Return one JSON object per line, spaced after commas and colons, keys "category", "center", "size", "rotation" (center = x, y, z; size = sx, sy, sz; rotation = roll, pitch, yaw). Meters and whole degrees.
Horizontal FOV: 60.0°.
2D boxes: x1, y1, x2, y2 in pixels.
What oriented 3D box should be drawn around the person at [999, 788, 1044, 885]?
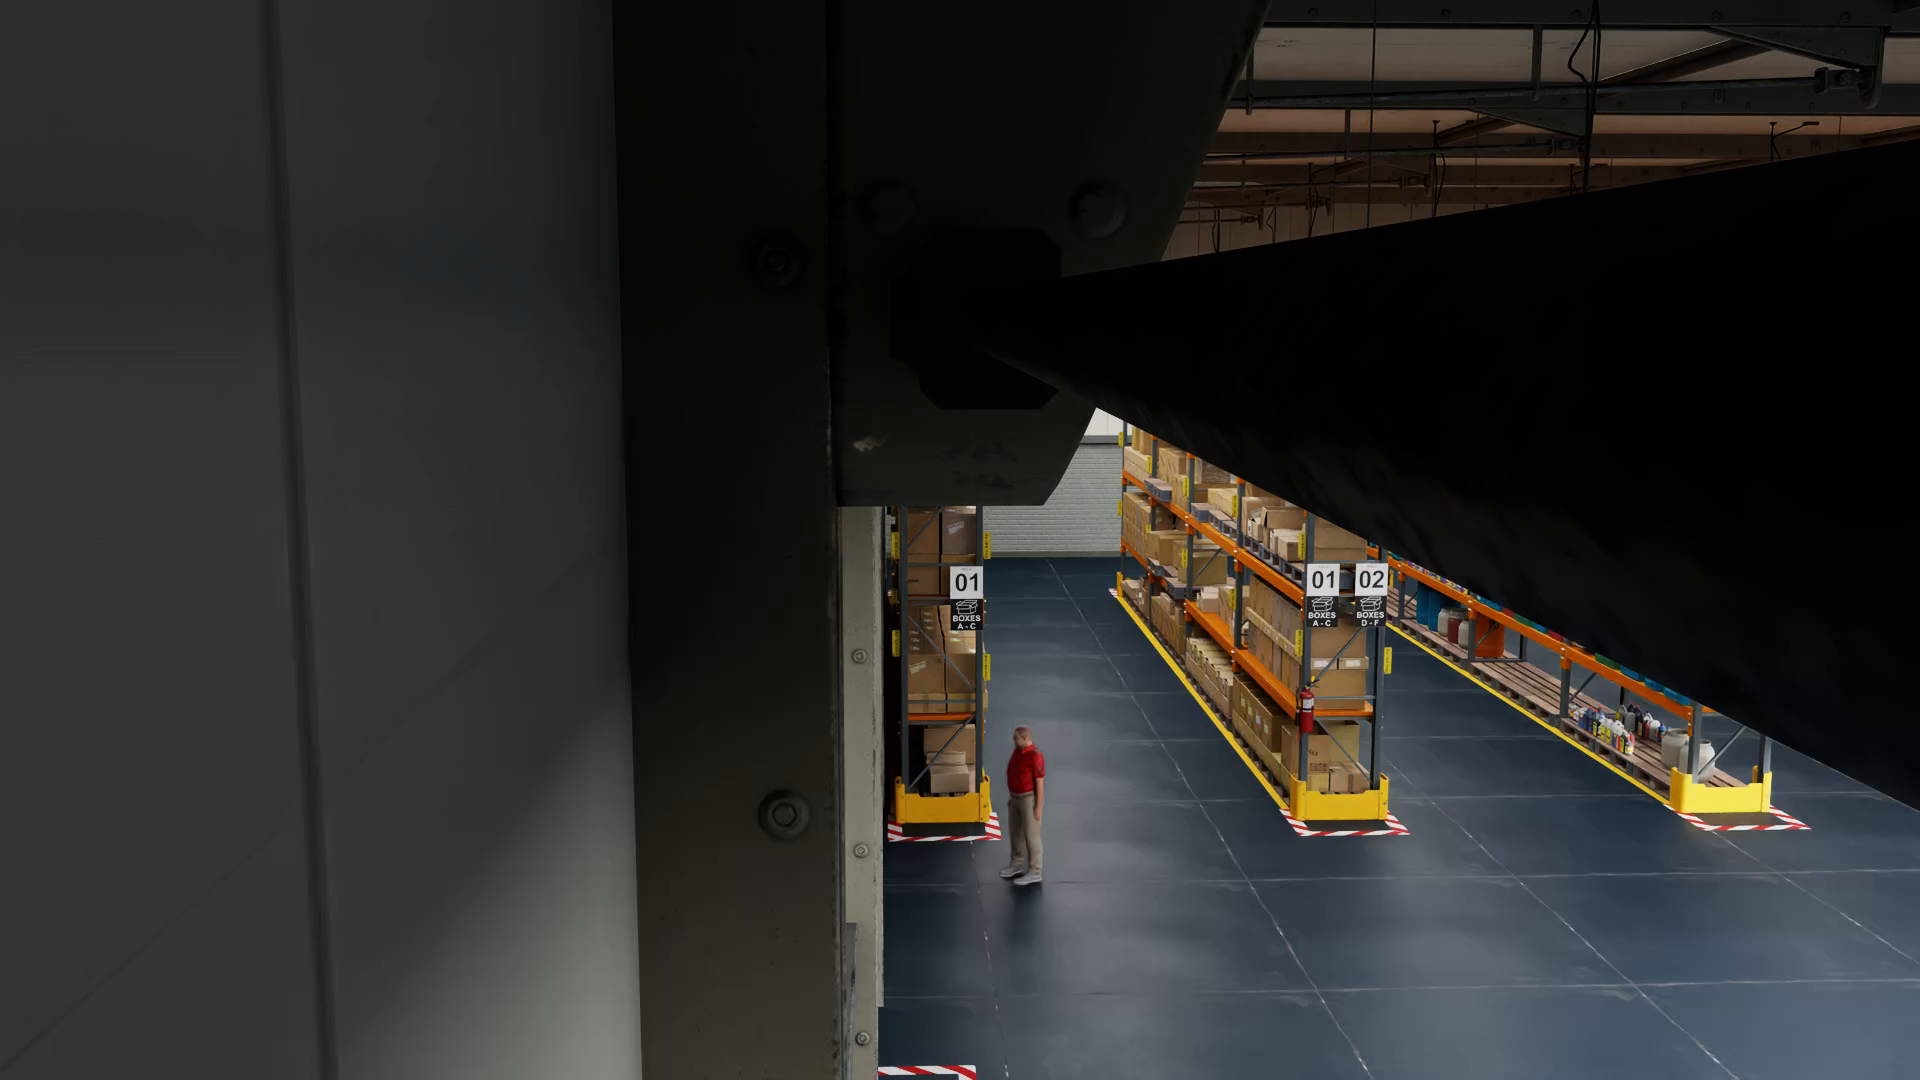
{"category": "person", "center": [0.695, 3.229, 18.406], "size": [0.431, 1.075, 0.501], "rotation": [-5, 9, -31]}
